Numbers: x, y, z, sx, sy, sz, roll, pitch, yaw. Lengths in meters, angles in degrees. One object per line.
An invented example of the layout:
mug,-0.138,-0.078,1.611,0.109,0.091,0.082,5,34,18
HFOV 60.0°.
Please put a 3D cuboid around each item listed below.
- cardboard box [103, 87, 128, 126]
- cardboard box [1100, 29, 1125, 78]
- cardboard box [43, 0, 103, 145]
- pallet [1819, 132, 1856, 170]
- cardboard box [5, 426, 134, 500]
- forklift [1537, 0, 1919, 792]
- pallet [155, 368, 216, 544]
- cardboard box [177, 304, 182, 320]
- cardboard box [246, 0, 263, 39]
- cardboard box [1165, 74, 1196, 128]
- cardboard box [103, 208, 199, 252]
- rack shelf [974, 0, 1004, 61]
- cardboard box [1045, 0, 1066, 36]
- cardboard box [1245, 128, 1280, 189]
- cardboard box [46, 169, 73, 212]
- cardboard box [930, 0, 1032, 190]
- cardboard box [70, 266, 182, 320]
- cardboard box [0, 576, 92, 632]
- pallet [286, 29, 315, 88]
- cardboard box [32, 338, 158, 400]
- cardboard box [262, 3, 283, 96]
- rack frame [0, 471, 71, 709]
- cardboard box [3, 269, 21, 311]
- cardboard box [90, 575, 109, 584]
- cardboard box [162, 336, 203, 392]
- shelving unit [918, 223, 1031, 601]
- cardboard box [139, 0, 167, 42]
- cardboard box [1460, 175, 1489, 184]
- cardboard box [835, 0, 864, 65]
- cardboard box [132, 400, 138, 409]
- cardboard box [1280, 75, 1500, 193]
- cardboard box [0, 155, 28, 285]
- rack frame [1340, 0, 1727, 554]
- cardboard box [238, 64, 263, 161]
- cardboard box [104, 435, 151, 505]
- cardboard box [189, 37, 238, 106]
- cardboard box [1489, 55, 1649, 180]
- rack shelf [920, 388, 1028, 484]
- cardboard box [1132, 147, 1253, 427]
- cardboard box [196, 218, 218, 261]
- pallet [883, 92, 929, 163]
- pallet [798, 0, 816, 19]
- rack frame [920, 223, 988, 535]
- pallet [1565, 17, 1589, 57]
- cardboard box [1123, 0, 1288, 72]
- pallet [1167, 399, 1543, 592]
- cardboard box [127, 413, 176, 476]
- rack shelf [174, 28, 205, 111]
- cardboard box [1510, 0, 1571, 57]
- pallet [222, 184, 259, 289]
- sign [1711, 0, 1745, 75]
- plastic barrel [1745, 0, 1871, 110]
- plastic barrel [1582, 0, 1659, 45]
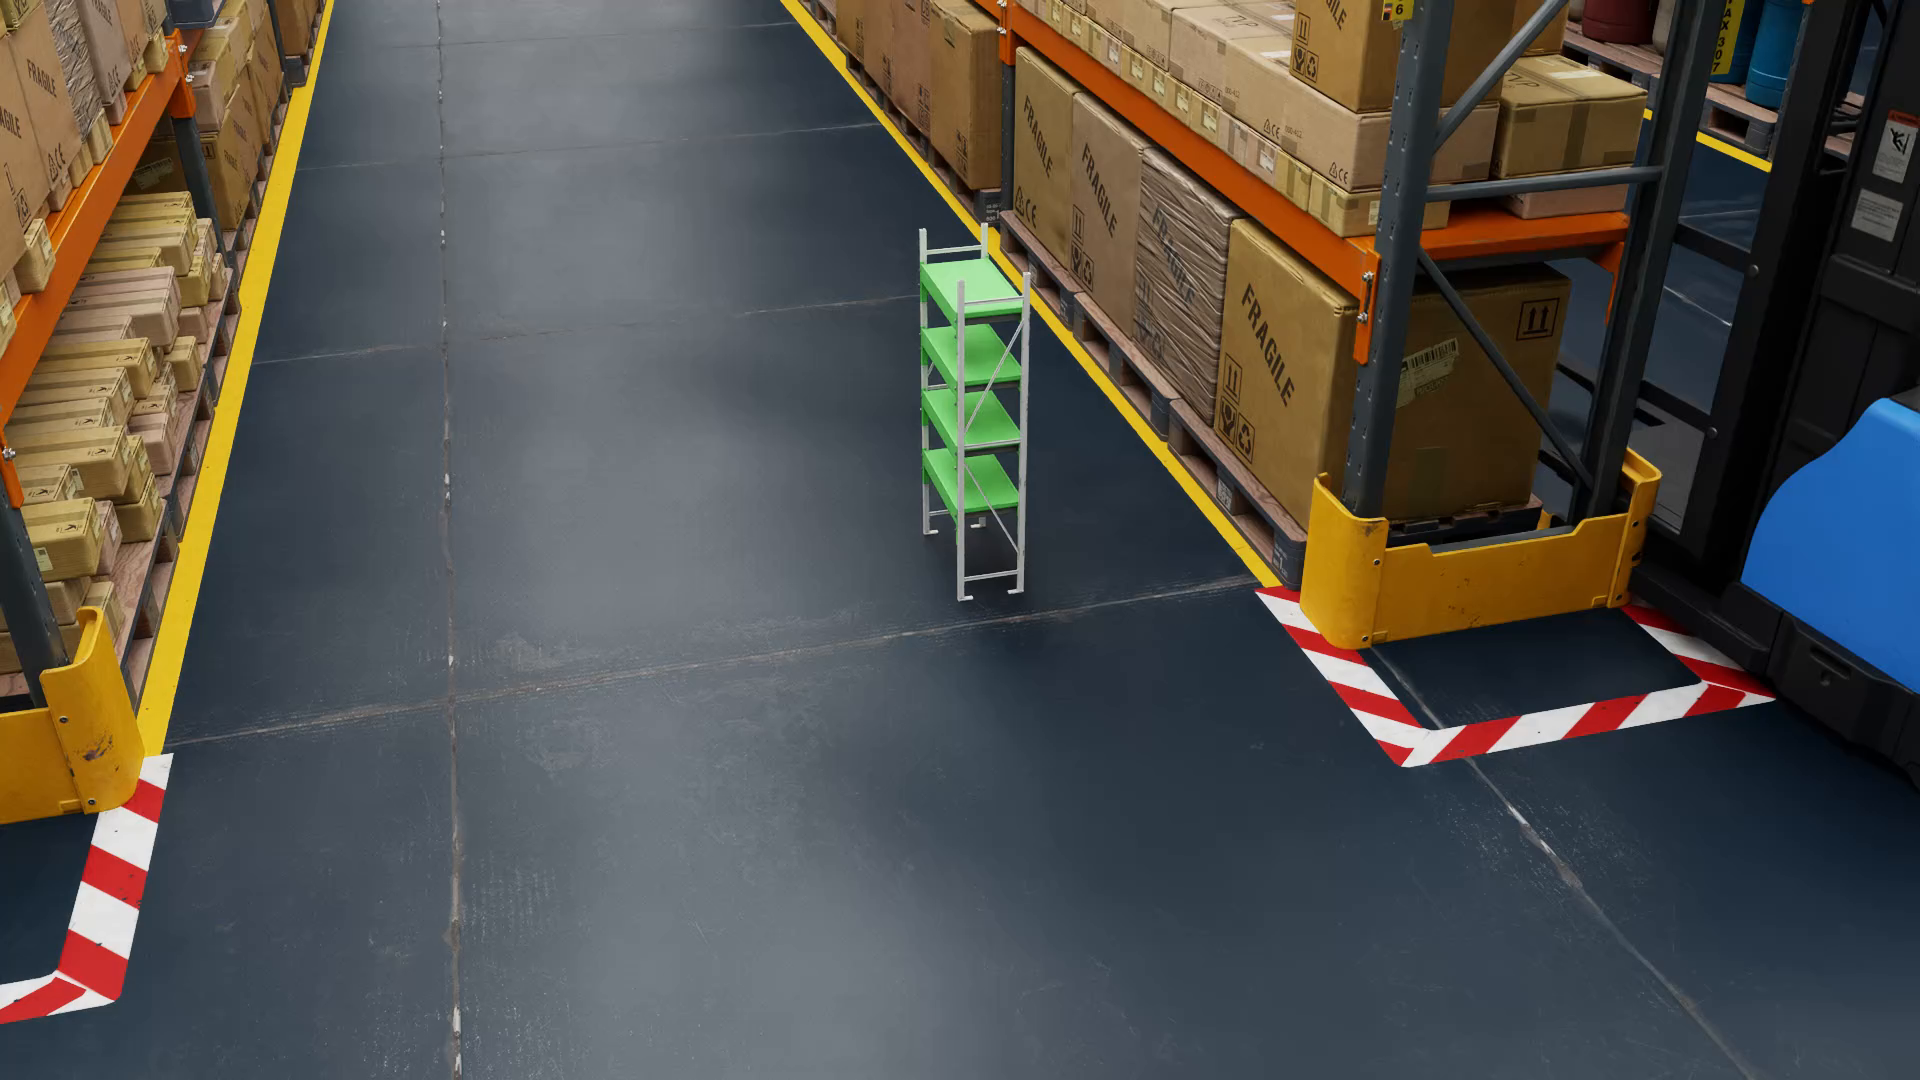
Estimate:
cardboard box,-3.456,-1.695,6.435,0.380,0.149,0.250,-9,31,-15
cardboard box,0.821,-2.102,7.137,0.380,0.149,0.250,-7,31,-13
cardboard box,-3.307,-1.645,5.701,0.500,0.500,0.500,-9,31,-15
pallet,5.727,-2.125,9.711,1.003,0.211,1.213,-8,31,-13
cardboard box,-2.972,-0.240,5.504,0.380,0.149,0.250,-8,31,-13
forklift,2.826,-1.173,5.350,1.130,2.935,3.031,-12,32,-20
pallet,-3.550,-0.296,6.550,1.003,0.211,1.213,-8,31,-13
cardboard box,-3.556,-0.989,7.094,0.380,0.149,0.250,-8,31,-13
cardboard box,-4.573,-3.231,10.166,0.500,0.250,0.500,-7,31,-13
cardboard box,1.027,-1.729,6.494,0.380,0.149,0.250,-8,31,-13
cardboard box,-3.639,-1.363,7.443,0.380,0.149,0.250,-7,31,-13
rack shelf,0.188,-3.678,10.328,1.077,0.370,4.000,-8,31,-13
cardboard box,0.617,-2.474,7.780,0.380,0.149,0.250,-7,31,-12
cardboard box,1.232,-1.358,5.853,0.380,0.149,0.250,-8,31,-13
cardboard box,-3.213,-1.191,5.564,0.380,0.149,0.250,-8,31,-14
cardboard box,0.530,-2.592,9.436,1.225,0.875,0.875,-8,31,-13
cardboard box,-3.411,-0.989,6.797,0.380,0.149,0.250,-9,31,-16
cardboard box,-2.920,0.155,5.117,0.380,0.149,0.250,-7,31,-11
pallet,-5.288,-3.529,12.135,1.003,0.211,1.213,-8,31,-13
cardboard box,-3.208,-0.617,6.155,0.380,0.149,0.250,-7,31,-13
cardboard box,-4.725,-3.161,10.794,0.500,0.500,0.500,-8,31,-14
rack frame,-3.028,-0.481,4.086,1.000,3.000,0.127,-8,31,-13
cardboard box,-2.906,-0.690,4.698,0.380,0.149,0.250,-7,31,-11
cardboard box,-3.007,0.160,5.406,0.380,0.149,0.250,-8,31,-13
cardboard box,-3.383,-0.717,6.920,0.380,0.149,0.250,-8,31,-13
shelving unit,0.044,-0.439,5.811,0.258,1.200,0.503,-8,31,-13
cardboard box,-3.689,-2.389,6.986,0.500,0.500,0.500,-8,31,-13
cardboard box,1.935,-1.322,5.790,0.380,0.149,0.250,-8,31,-14
cardboard box,-0.180,-3.881,11.663,1.225,0.875,0.875,-9,31,-16
cardboard box,-3.388,-0.602,6.425,0.380,0.149,0.250,-6,31,-11
cardboard box,1.396,-1.354,5.448,0.500,0.250,0.500,-8,31,-14
cardboard box,-2.881,-0.906,4.425,0.500,0.500,0.500,-6,31,-11
rack frame,1.781,-1.091,5.141,1.000,3.000,0.127,-8,31,-13
cardboard box,-4.325,-2.411,9.498,0.500,0.500,0.500,-7,31,-12
cardboard box,-3.052,-0.229,5.781,0.380,0.149,0.250,-7,31,-12
cardboard box,-4.175,-2.486,8.878,0.500,0.250,0.500,-7,31,-12
cardboard box,1.913,-1.423,5.567,0.500,0.250,0.500,-9,31,-15
rack shelf,0.044,-0.384,5.843,0.258,0.148,0.480,-8,31,-13
cardboard box,1.292,-1.092,6.843,0.875,0.875,0.875,-8,31,-13
cardboard box,-3.700,-1.379,7.769,0.380,0.149,0.250,-7,31,-12
pallet,0.114,-2.769,10.824,1.003,0.211,1.213,-8,31,-13
pallet,-0.869,-4.714,14.184,1.003,0.211,1.213,-8,31,-13
rack frame,-0.021,-0.557,6.015,0.240,1.200,0.015,-8,31,-13
pallet,4.682,-4.032,13.005,1.003,0.211,1.213,-8,31,-13
cardboard box,0.984,-2.096,6.730,0.500,0.250,0.500,-8,31,-13
pallet,1.493,-0.260,6.489,1.003,0.211,1.213,-8,31,-13
cardboard box,-3.184,-0.339,6.269,0.380,0.149,0.250,-9,31,-16
rack shelf,-4.621,-3.067,9.273,1.077,0.370,4.000,-8,31,-13
cardboard box,1.781,-1.989,5.796,0.500,0.500,0.500,-9,31,-14
pallet,-4.298,-1.582,8.772,1.003,0.211,1.213,-8,31,-13
sign,2.317,-1.571,5.027,0.100,0.325,0.005,-8,31,-13
plastic barrel,5.366,-3.221,10.495,0.600,0.901,0.708,-8,31,-13
plastic barrel,4.879,-3.972,12.107,0.600,0.588,0.708,-8,31,-13
